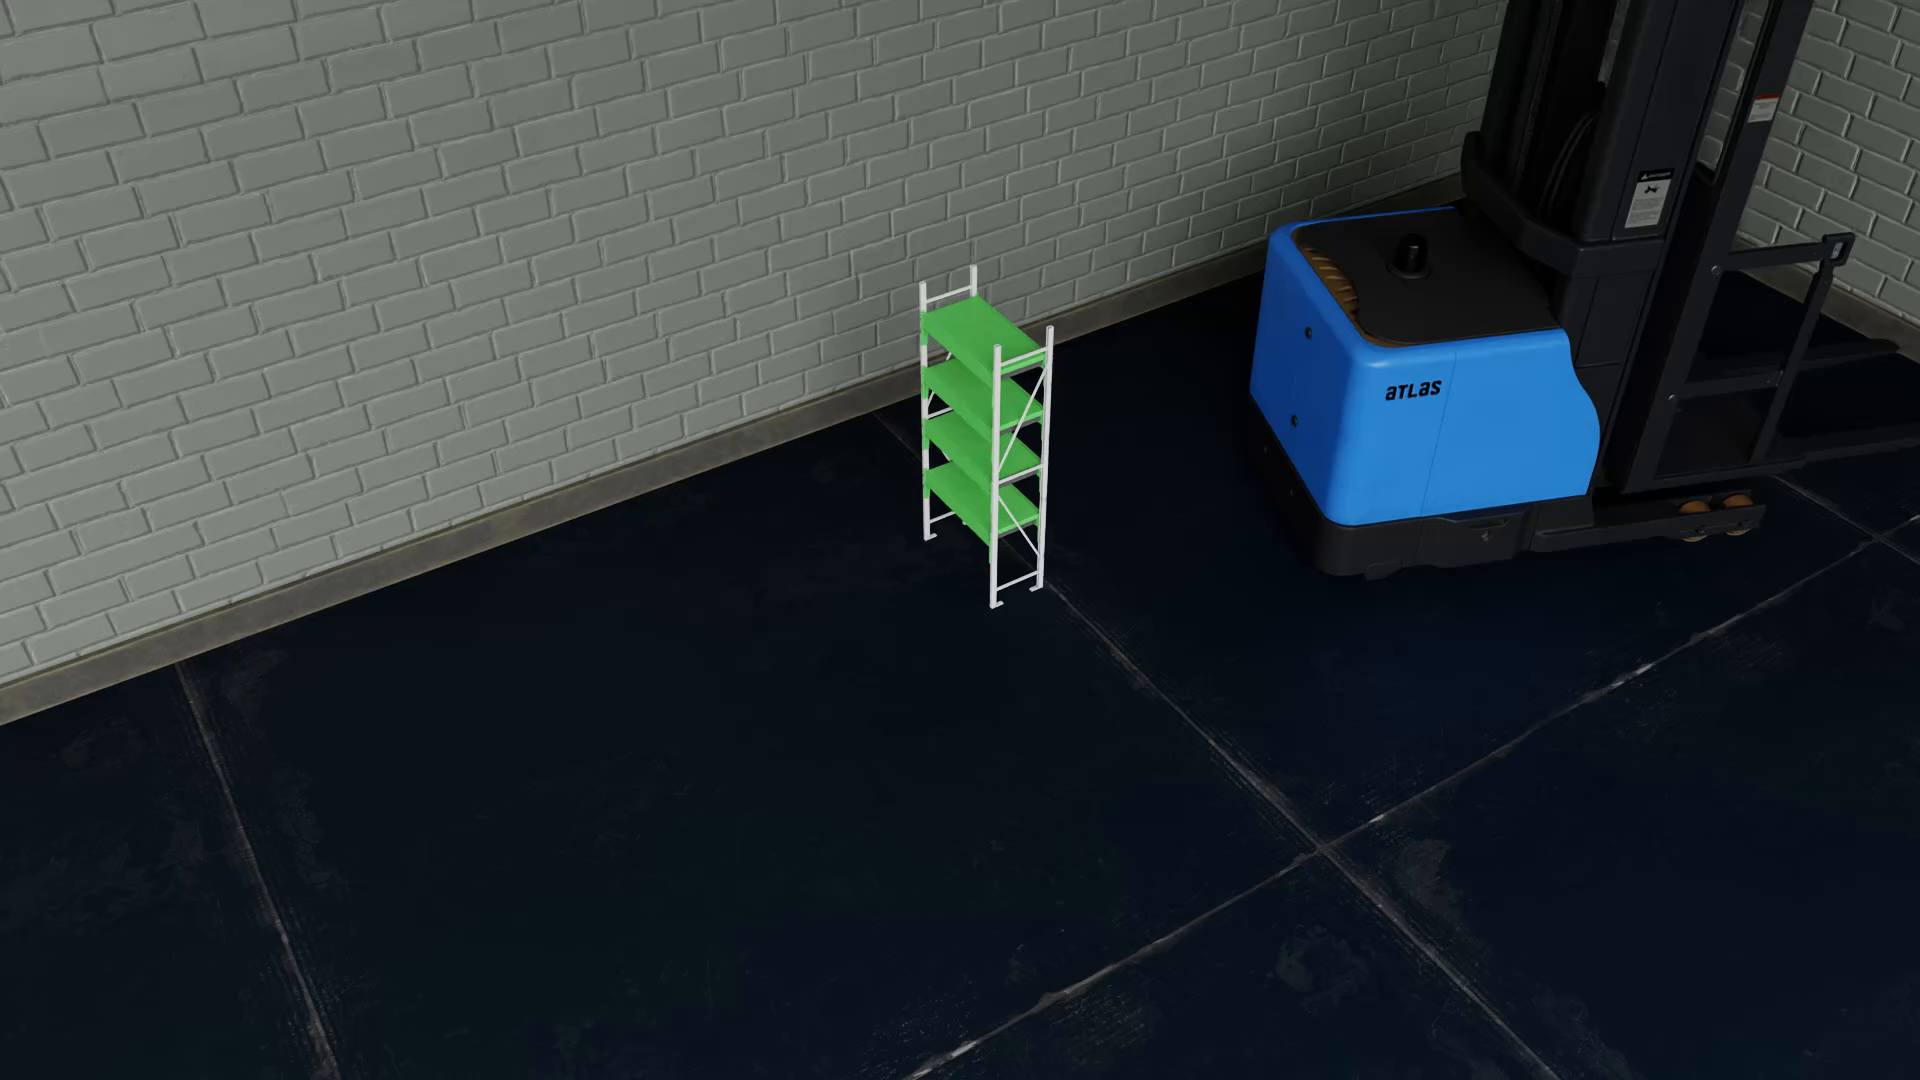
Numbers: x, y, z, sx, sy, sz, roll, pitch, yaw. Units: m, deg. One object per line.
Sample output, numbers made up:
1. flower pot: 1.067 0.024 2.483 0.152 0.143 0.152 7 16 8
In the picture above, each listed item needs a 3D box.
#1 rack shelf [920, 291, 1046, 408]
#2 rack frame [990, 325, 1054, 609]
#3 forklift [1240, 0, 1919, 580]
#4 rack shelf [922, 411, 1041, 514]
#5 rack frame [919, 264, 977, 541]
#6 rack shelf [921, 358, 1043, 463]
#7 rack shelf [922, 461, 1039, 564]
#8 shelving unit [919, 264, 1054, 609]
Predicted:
1. rack shelf: 0.089 -0.691 5.992 0.258 0.148 0.480 -22 45 -24
2. rack frame: 0.220 -0.240 6.101 0.240 1.200 0.015 -22 45 -24
3. forklift: 2.778 -1.444 6.193 3.031 2.935 1.130 -8 40 -9
4. rack shelf: 0.089 -0.323 6.300 0.258 0.148 0.480 -22 45 -24
5. rack frame: -0.042 -0.503 6.417 0.240 1.200 0.015 -22 45 -24
6. rack shelf: 0.089 -0.507 6.146 0.258 0.148 0.480 -22 45 -24
7. rack shelf: 0.089 -0.138 6.453 0.258 0.148 0.480 -22 45 -24
8. shelving unit: 0.089 -0.372 6.259 0.258 1.200 0.503 -22 45 -24
